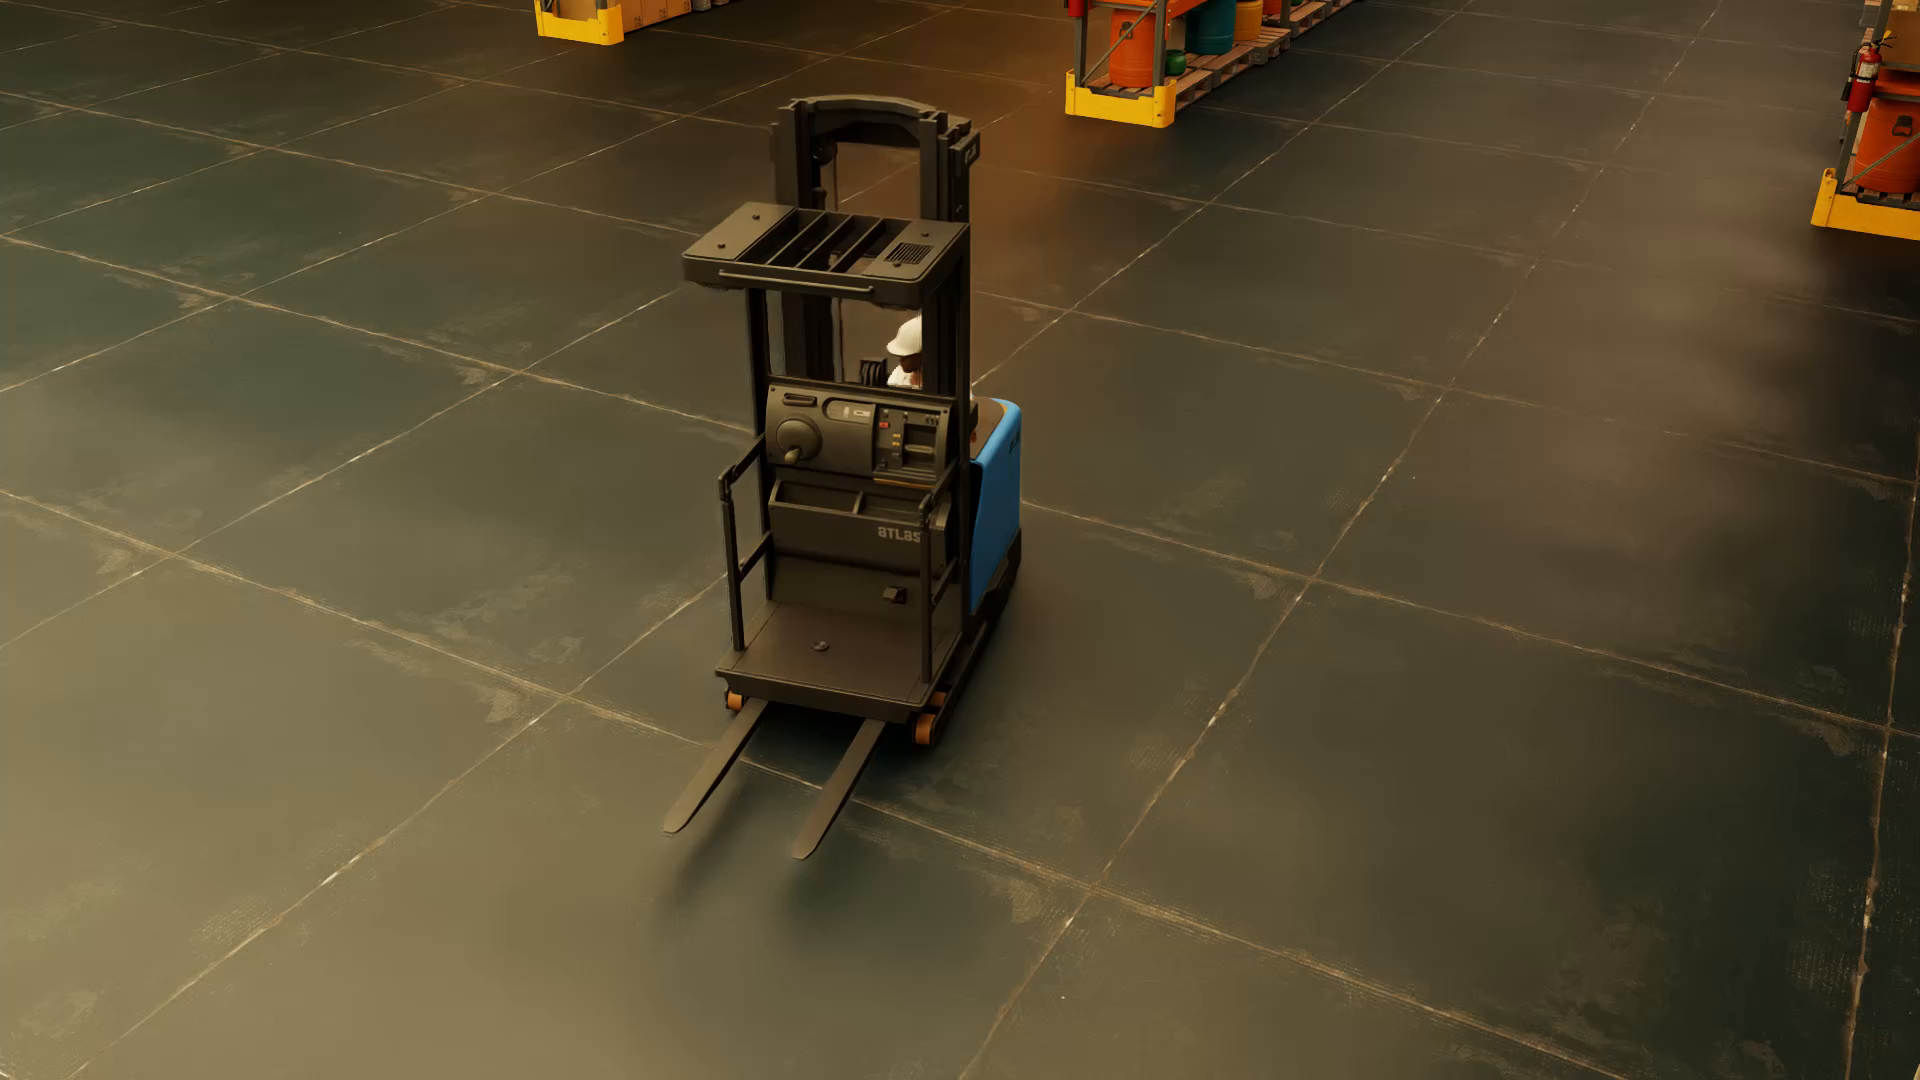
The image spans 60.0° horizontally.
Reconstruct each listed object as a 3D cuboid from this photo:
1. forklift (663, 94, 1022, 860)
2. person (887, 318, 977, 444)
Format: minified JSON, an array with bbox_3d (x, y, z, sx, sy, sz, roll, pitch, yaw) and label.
[{"bbox_3d":[-0.559,-0.471,7.886,1.130,2.935,3.031,9,31,14],"label":"forklift"},{"bbox_3d":[-0.264,-0.362,9.033,0.583,1.735,0.826,-18,34,-28],"label":"person"}]
